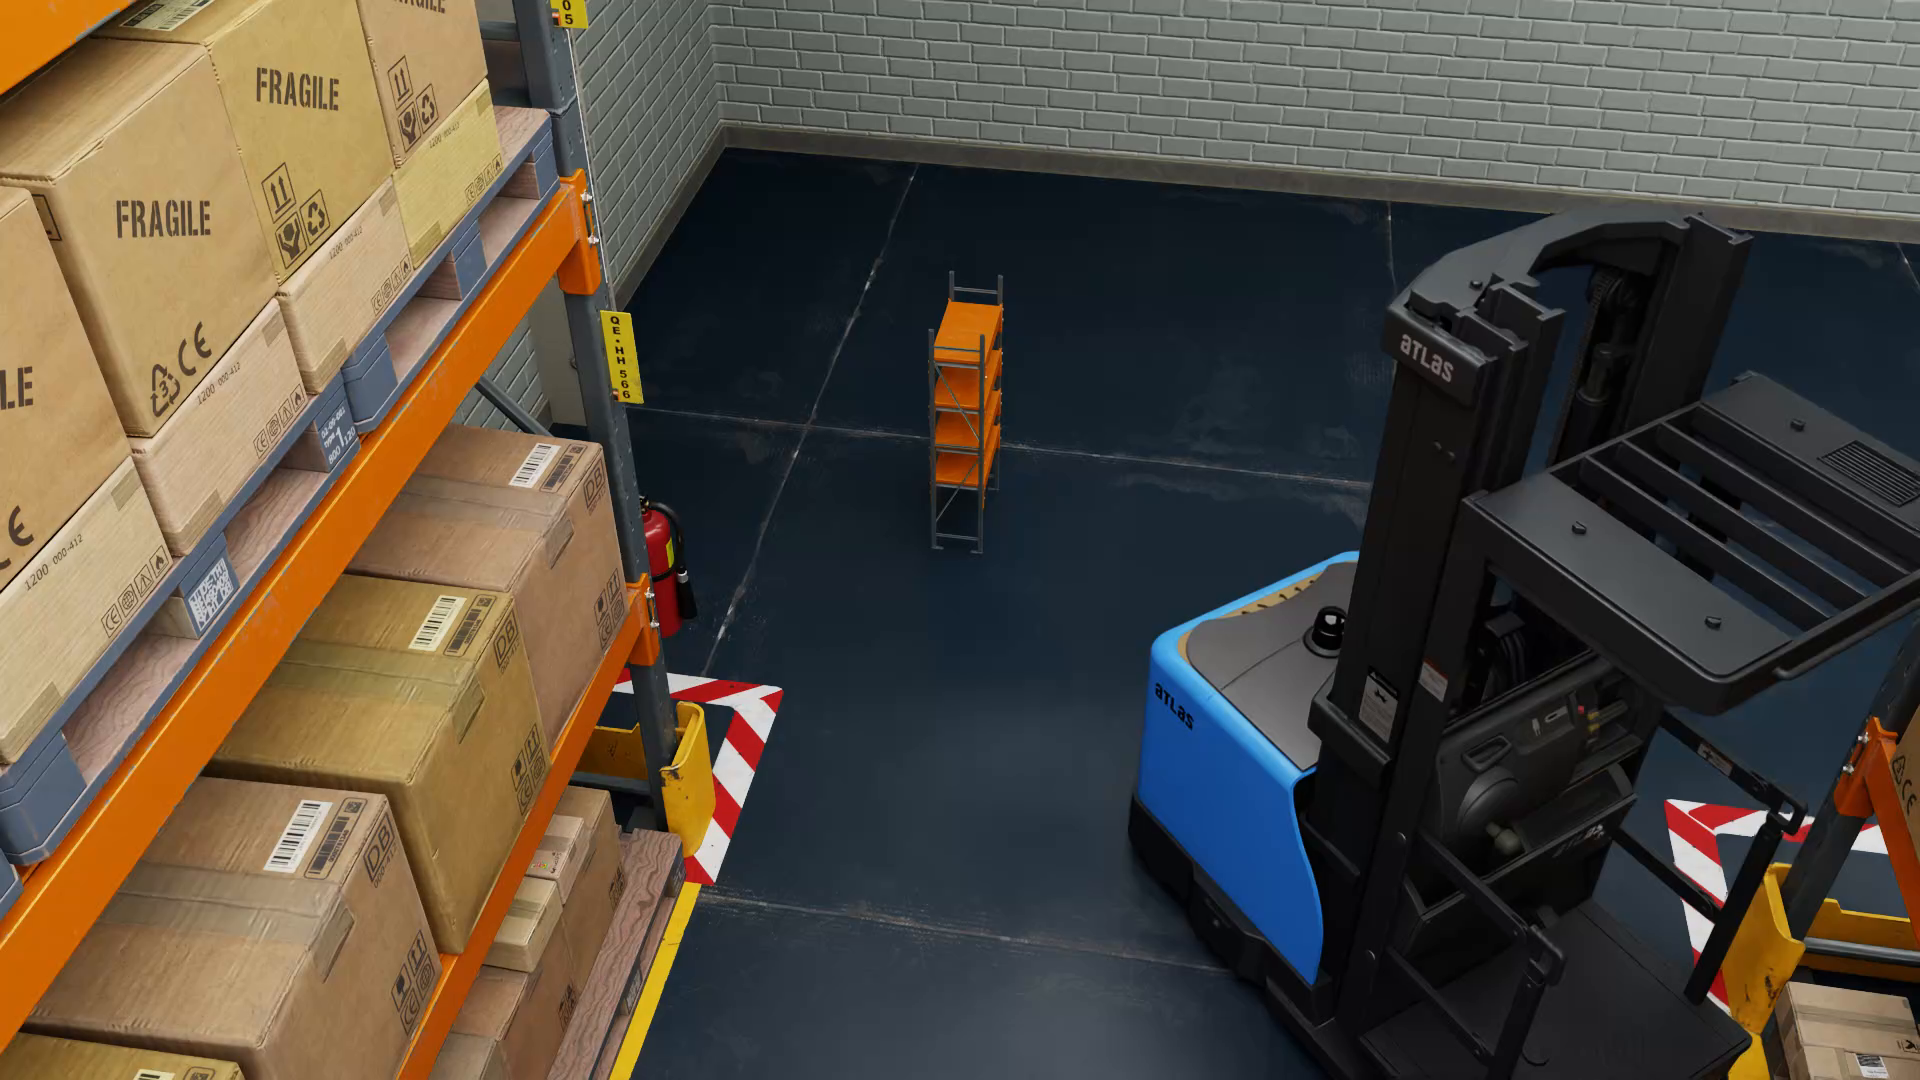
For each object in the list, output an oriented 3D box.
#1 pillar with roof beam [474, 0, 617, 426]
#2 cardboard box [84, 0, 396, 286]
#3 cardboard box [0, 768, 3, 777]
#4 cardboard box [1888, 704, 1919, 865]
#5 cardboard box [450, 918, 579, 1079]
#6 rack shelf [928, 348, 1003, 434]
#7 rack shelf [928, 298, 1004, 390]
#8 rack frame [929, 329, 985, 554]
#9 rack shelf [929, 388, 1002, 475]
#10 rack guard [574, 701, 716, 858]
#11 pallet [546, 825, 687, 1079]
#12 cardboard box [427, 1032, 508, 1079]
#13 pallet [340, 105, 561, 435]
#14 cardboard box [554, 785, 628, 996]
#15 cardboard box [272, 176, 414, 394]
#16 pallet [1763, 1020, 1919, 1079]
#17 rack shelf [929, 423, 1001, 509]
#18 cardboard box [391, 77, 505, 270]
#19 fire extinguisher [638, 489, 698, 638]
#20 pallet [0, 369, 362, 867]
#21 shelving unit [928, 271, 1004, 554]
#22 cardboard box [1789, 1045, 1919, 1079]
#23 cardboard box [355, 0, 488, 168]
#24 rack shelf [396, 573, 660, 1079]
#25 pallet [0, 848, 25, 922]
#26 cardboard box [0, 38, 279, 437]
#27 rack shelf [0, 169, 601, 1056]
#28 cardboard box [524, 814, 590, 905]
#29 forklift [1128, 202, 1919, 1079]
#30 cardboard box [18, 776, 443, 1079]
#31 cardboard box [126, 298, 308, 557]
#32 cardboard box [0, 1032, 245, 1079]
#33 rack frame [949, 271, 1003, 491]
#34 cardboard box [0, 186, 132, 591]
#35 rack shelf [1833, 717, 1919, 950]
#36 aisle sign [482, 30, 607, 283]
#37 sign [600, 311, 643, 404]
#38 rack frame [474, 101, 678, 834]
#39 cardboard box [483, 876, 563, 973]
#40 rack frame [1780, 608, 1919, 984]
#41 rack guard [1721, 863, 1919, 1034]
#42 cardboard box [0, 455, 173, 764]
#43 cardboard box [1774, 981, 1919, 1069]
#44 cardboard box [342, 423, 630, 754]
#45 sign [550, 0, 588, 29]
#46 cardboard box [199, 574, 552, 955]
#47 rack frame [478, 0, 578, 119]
[{"bbox_3d":[2.290,-3.713,5.276,9.100,9.000,0.400,6,40,8],"label":"pillar with roof beam"},{"bbox_3d":[-1.520,-0.871,3.314,0.500,0.500,0.500,8,40,9],"label":"cardboard box"},{"bbox_3d":[-1.776,0.403,2.361,0.500,0.250,0.500,6,40,7],"label":"cardboard box"},{"bbox_3d":[2.978,0.669,4.605,0.500,0.500,0.500,7,40,9],"label":"cardboard box"},{"bbox_3d":[-1.674,1.480,5.335,0.700,0.500,0.500,6,40,8],"label":"cardboard box"},{"bbox_3d":[0.029,-0.687,7.491,0.258,0.148,0.480,6,40,8],"label":"rack shelf"},{"bbox_3d":[0.029,-0.869,7.340,0.258,0.148,0.480,6,40,8],"label":"rack shelf"},{"bbox_3d":[-0.014,-0.413,7.405,0.240,1.200,0.015,6,40,8],"label":"rack frame"},{"bbox_3d":[0.029,-0.514,7.633,0.258,0.148,0.480,6,40,8],"label":"rack shelf"},{"bbox_3d":[-1.561,0.862,6.411,1.175,0.500,0.348,6,40,8],"label":"rack guard"},{"bbox_3d":[-1.626,1.499,5.868,1.003,0.211,1.213,6,40,8],"label":"pallet"},{"bbox_3d":[-1.760,1.796,4.953,0.700,0.500,0.500,5,40,6],"label":"cardboard box"},{"bbox_3d":[-1.683,-0.741,4.105,1.003,0.211,1.213,6,40,8],"label":"pallet"},{"bbox_3d":[-1.588,1.166,5.715,0.700,0.500,0.500,6,40,8],"label":"cardboard box"},{"bbox_3d":[-1.519,-0.569,3.536,0.500,0.250,0.500,5,40,6],"label":"cardboard box"},{"bbox_3d":[3.164,2.081,5.165,1.003,0.211,1.213,6,40,8],"label":"pallet"},{"bbox_3d":[0.029,-0.361,7.760,0.258,0.148,0.480,6,40,8],"label":"rack shelf"},{"bbox_3d":[-1.430,-0.896,3.932,0.500,0.250,0.500,8,40,9],"label":"cardboard box"},{"bbox_3d":[-1.084,0.044,5.793,0.296,0.674,0.183,6,40,8],"label":"fire extinguisher"},{"bbox_3d":[-1.892,0.027,3.176,1.003,0.211,1.213,6,40,8],"label":"pallet"},{"bbox_3d":[0.029,-0.566,7.590,0.258,1.200,0.503,6,40,8],"label":"shelving unit"},{"bbox_3d":[2.860,1.762,5.240,0.380,0.166,0.250,6,40,8],"label":"cardboard box"},{"bbox_3d":[-1.423,-1.184,3.692,0.500,0.500,0.500,6,40,8],"label":"cardboard box"},{"bbox_3d":[-1.911,1.447,4.308,1.077,0.370,4.000,6,40,8],"label":"rack shelf"},{"bbox_3d":[-2.105,0.790,2.252,1.003,0.211,1.213,6,40,8],"label":"pallet"},{"bbox_3d":[-1.602,-0.543,2.917,0.500,0.500,0.500,5,40,6],"label":"cardboard box"},{"bbox_3d":[-1.911,0.290,3.352,1.077,0.370,4.000,6,40,8],"label":"rack shelf"},{"bbox_3d":[-1.430,1.017,5.386,0.380,0.149,0.250,6,40,7],"label":"cardboard box"},{"bbox_3d":[1.846,0.675,4.730,1.130,2.935,3.031,-21,44,-24],"label":"forklift"},{"bbox_3d":[-1.899,1.055,3.981,0.980,0.700,0.700,5,40,6],"label":"cardboard box"},{"bbox_3d":[-1.604,-0.242,3.141,0.500,0.250,0.500,5,40,6],"label":"cardboard box"},{"bbox_3d":[-2.015,1.513,3.428,0.980,0.700,0.700,5,40,7],"label":"cardboard box"},{"bbox_3d":[0.071,-0.719,7.775,0.240,1.200,0.015,6,40,8],"label":"rack frame"},{"bbox_3d":[-1.695,-0.214,2.518,0.500,0.500,0.500,7,40,8],"label":"cardboard box"},{"bbox_3d":[2.969,1.990,3.650,1.077,0.370,4.000,6,40,8],"label":"rack shelf"},{"bbox_3d":[-1.257,-1.100,4.783,0.394,0.787,0.004,6,40,8],"label":"aisle sign"},{"bbox_3d":[-1.033,-0.555,5.069,0.100,0.325,0.005,6,40,8],"label":"sign"},{"bbox_3d":[-1.565,-0.086,5.597,1.000,3.000,0.127,6,40,8],"label":"rack frame"},{"bbox_3d":[-1.474,1.177,5.192,0.380,0.149,0.250,7,40,9],"label":"cardboard box"},{"bbox_3d":[3.315,0.458,4.939,1.000,3.000,0.127,6,40,8],"label":"rack frame"},{"bbox_3d":[3.301,1.469,5.678,1.175,0.500,0.348,6,40,8],"label":"rack guard"},{"bbox_3d":[-1.694,0.080,2.751,0.500,0.250,0.500,5,40,6],"label":"cardboard box"},{"bbox_3d":[2.904,1.612,5.435,0.380,0.149,0.250,6,40,8],"label":"cardboard box"},{"bbox_3d":[-1.643,0.120,5.113,0.980,0.700,0.700,8,40,10],"label":"cardboard box"},{"bbox_3d":[-1.033,-1.484,4.301,0.100,0.325,0.005,6,40,8],"label":"sign"},{"bbox_3d":[-1.758,0.578,4.559,0.980,0.700,0.700,6,40,7],"label":"cardboard box"},{"bbox_3d":[-1.565,-2.398,3.685,1.000,3.000,0.127,6,40,8],"label":"rack frame"}]
